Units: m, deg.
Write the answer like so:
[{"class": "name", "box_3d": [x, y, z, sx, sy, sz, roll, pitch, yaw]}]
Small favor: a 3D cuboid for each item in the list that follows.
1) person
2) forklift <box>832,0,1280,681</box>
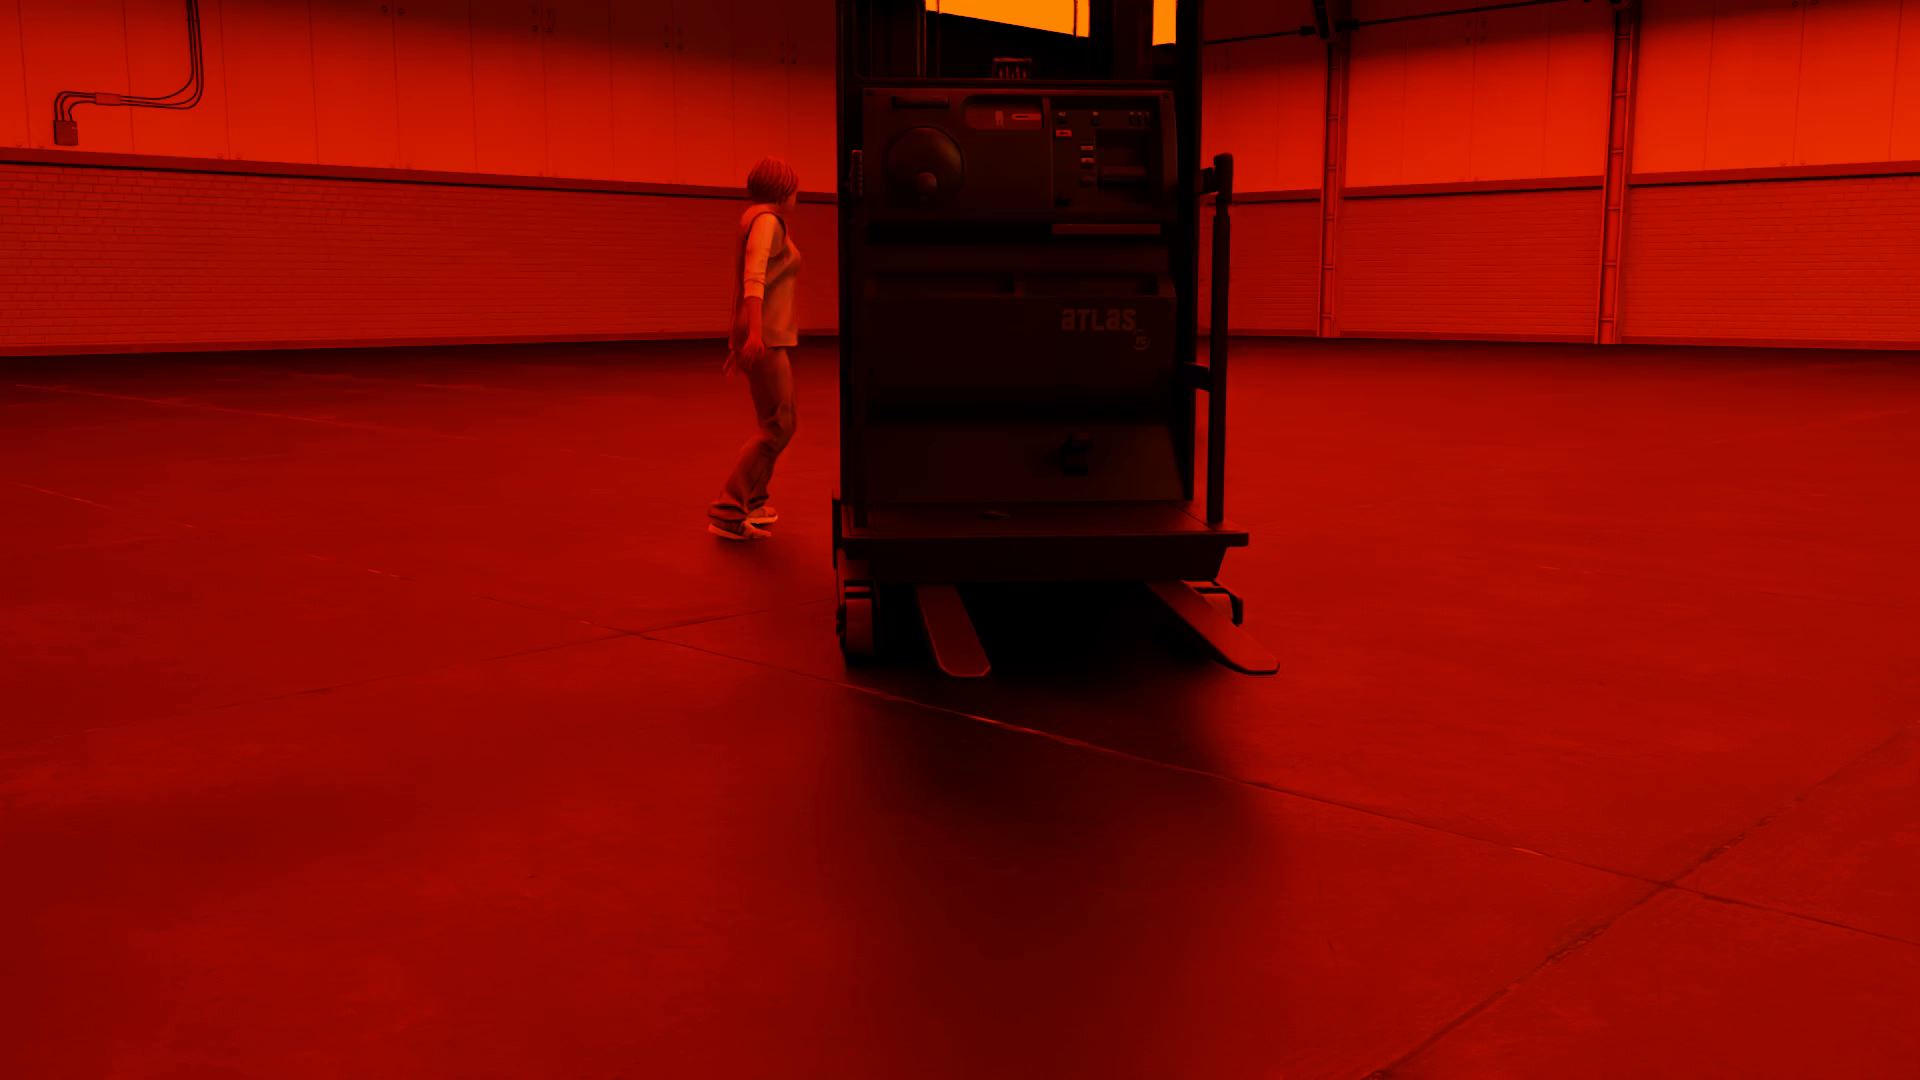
[{"class": "person", "box_3d": [-0.846, -0.776, 6.809, 0.414, 1.570, 0.745, -1, 9, -10]}, {"class": "forklift", "box_3d": [0.196, -1.179, 4.701, 1.130, 2.935, 3.031, -1, 9, -5]}]
